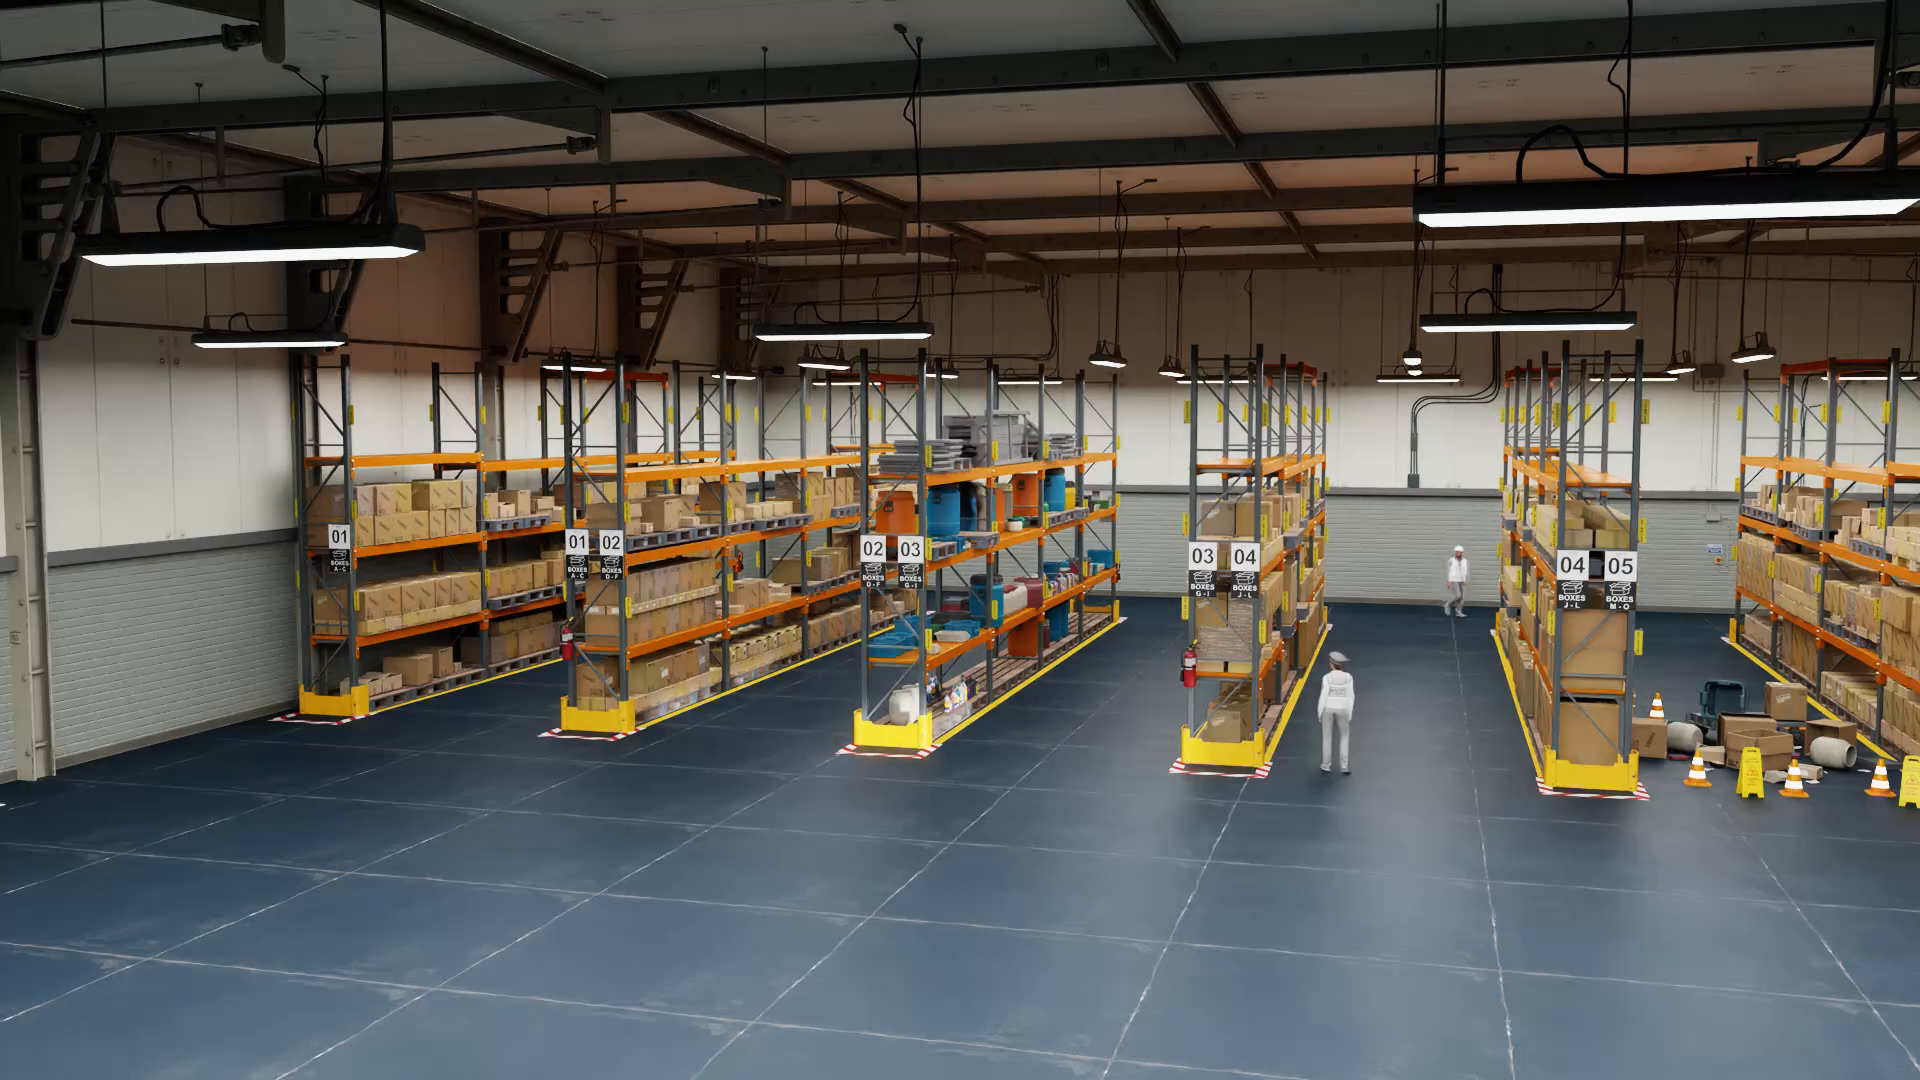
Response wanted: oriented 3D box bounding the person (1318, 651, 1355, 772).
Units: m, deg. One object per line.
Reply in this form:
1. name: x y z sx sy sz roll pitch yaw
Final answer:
1. person: 5.275 2.427 23.305 0.496 1.736 0.376 1 4 16

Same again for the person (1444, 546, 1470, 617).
1. person: 12.303 1.017 41.114 0.508 1.763 0.509 -3 5 -30
